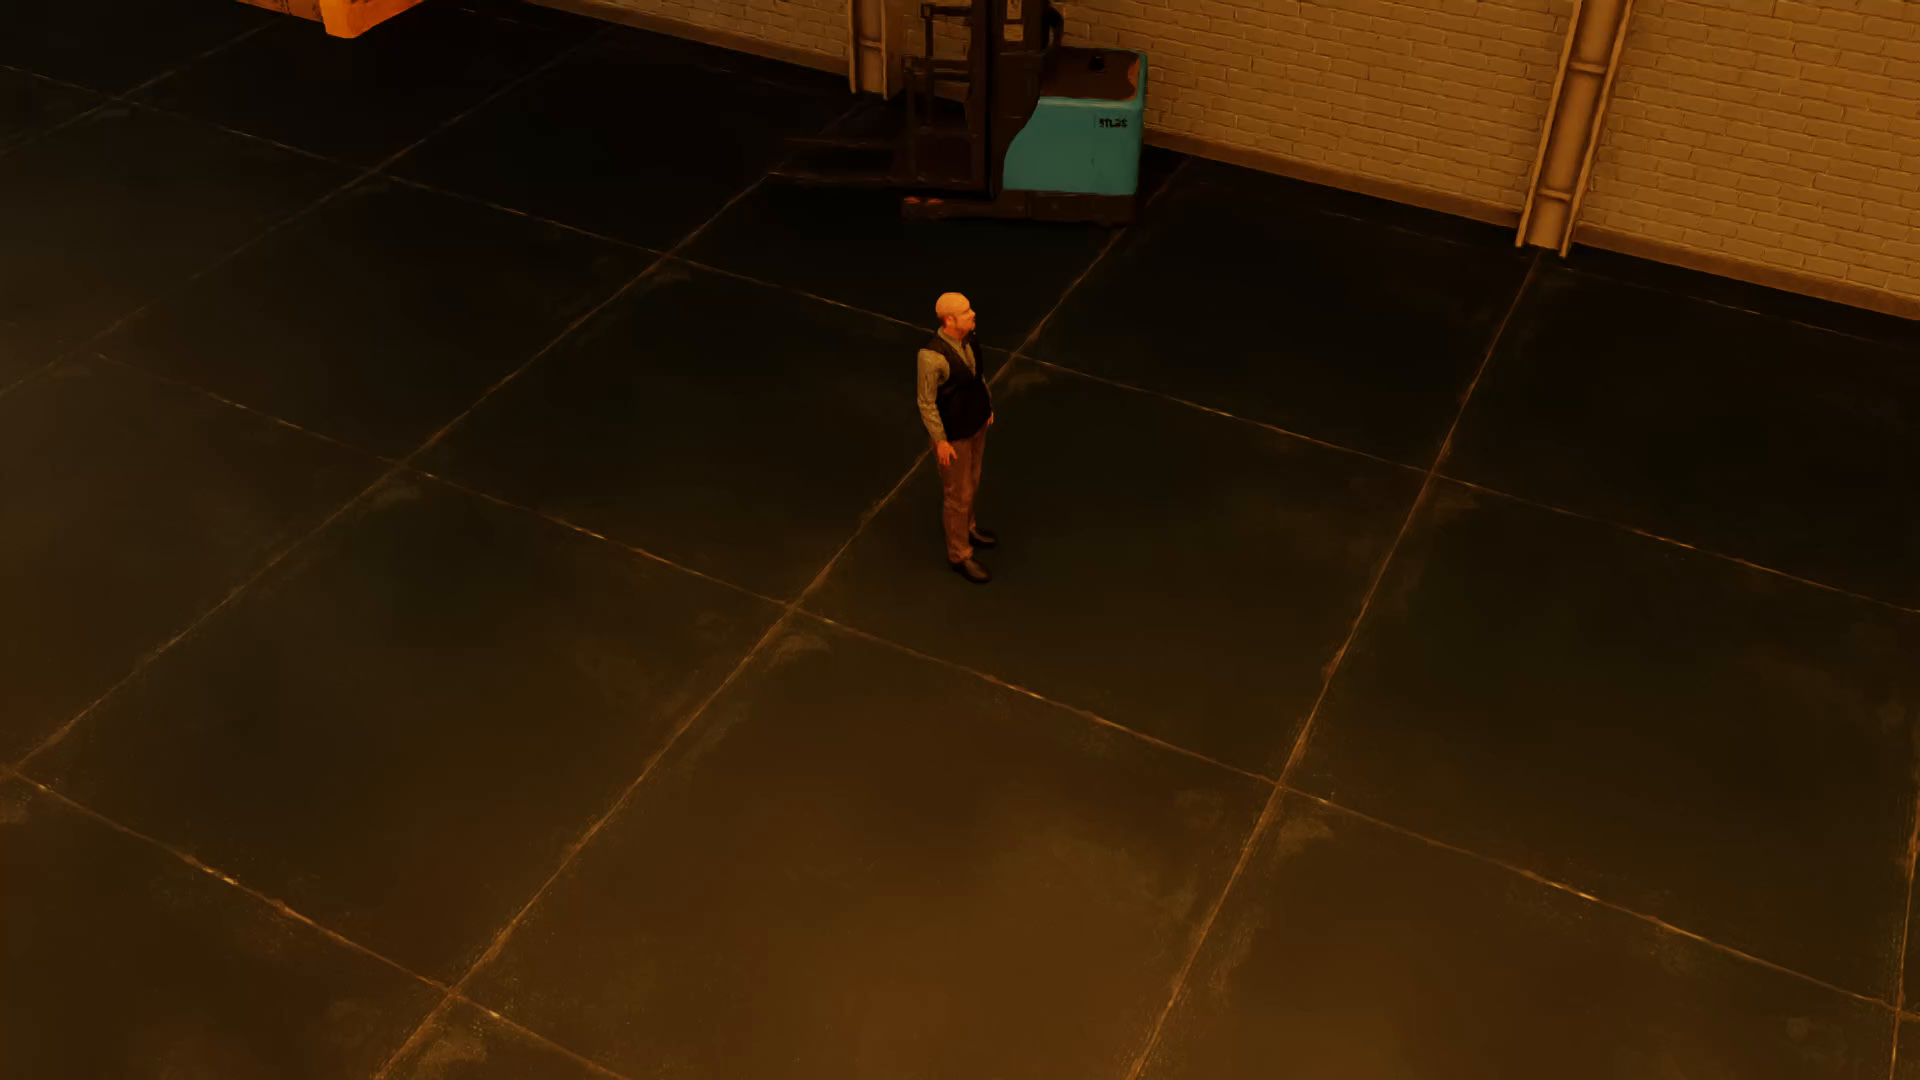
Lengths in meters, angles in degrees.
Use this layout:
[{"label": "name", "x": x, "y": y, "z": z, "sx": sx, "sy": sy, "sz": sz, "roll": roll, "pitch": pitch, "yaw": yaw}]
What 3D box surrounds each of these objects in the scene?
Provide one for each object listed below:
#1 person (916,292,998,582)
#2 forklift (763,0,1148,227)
[{"label": "person", "x": 0.052, "y": -0.641, "z": 9.675, "sx": 0.567, "sy": 1.720, "sz": 0.632, "roll": 18, "pitch": 43, "yaw": 21}, {"label": "forklift", "x": -0.048, "y": -4.015, "z": 12.754, "sx": 3.031, "sy": 2.935, "sz": 1.130, "roll": 5, "pitch": 40, "yaw": 6}]
